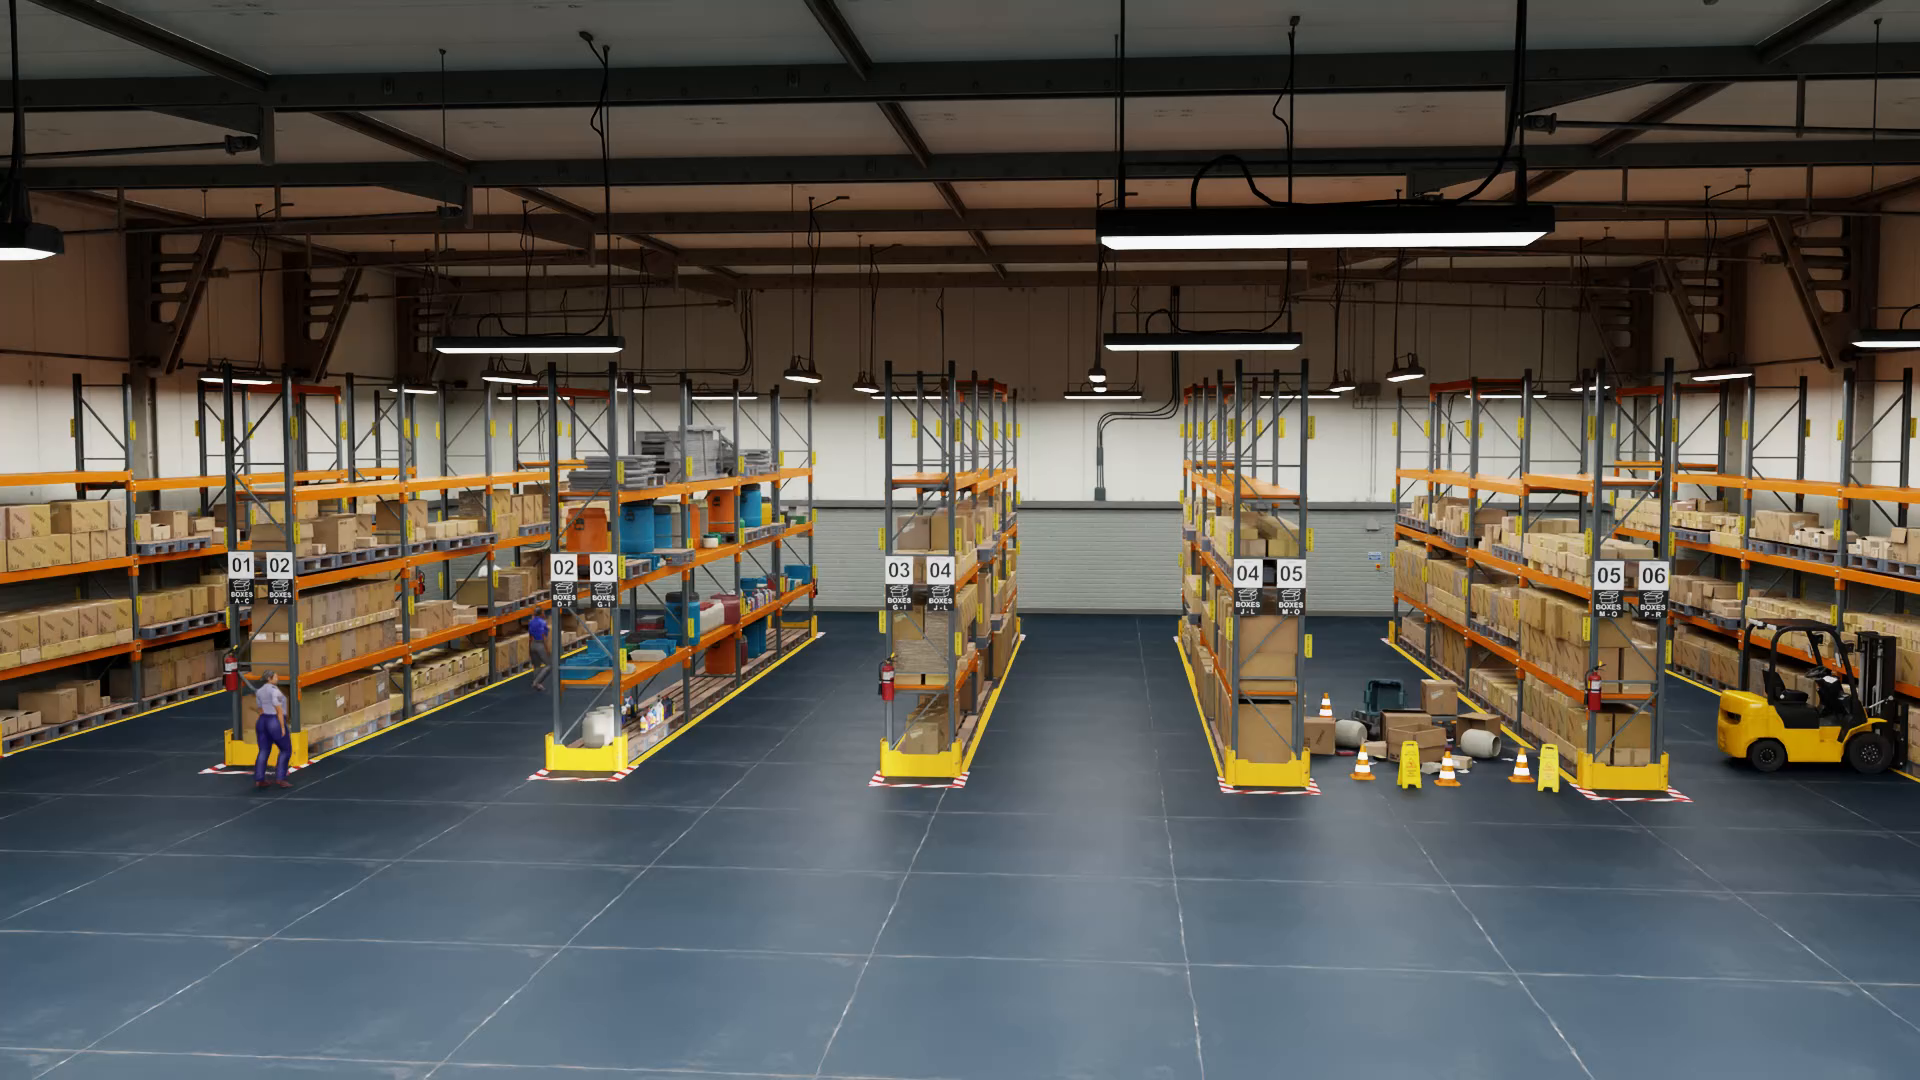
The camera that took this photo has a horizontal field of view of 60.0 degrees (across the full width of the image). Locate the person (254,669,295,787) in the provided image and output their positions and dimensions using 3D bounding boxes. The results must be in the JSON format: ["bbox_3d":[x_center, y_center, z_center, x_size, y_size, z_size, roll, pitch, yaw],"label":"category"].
[{"bbox_3d":[-9.692,2.677,23.335,0.530,1.680,0.479,2,4,25],"label":"person"}]

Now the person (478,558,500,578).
[{"bbox_3d":[-12.428,1.255,43.896,0.576,1.714,1.093,0,4,2],"label":"person"}]

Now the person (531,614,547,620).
[{"bbox_3d":[-10.501,1.465,41.213,0.418,1.619,1.037,2,4,26],"label":"person"}]

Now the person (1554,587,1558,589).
[{"bbox_3d":[13.399,1.750,37.359,0.626,1.602,0.474,3,5,41],"label":"person"}]

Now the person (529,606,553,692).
[{"bbox_3d":[-8.061,2.099,31.732,0.502,1.642,0.468,3,5,35],"label":"person"}]
